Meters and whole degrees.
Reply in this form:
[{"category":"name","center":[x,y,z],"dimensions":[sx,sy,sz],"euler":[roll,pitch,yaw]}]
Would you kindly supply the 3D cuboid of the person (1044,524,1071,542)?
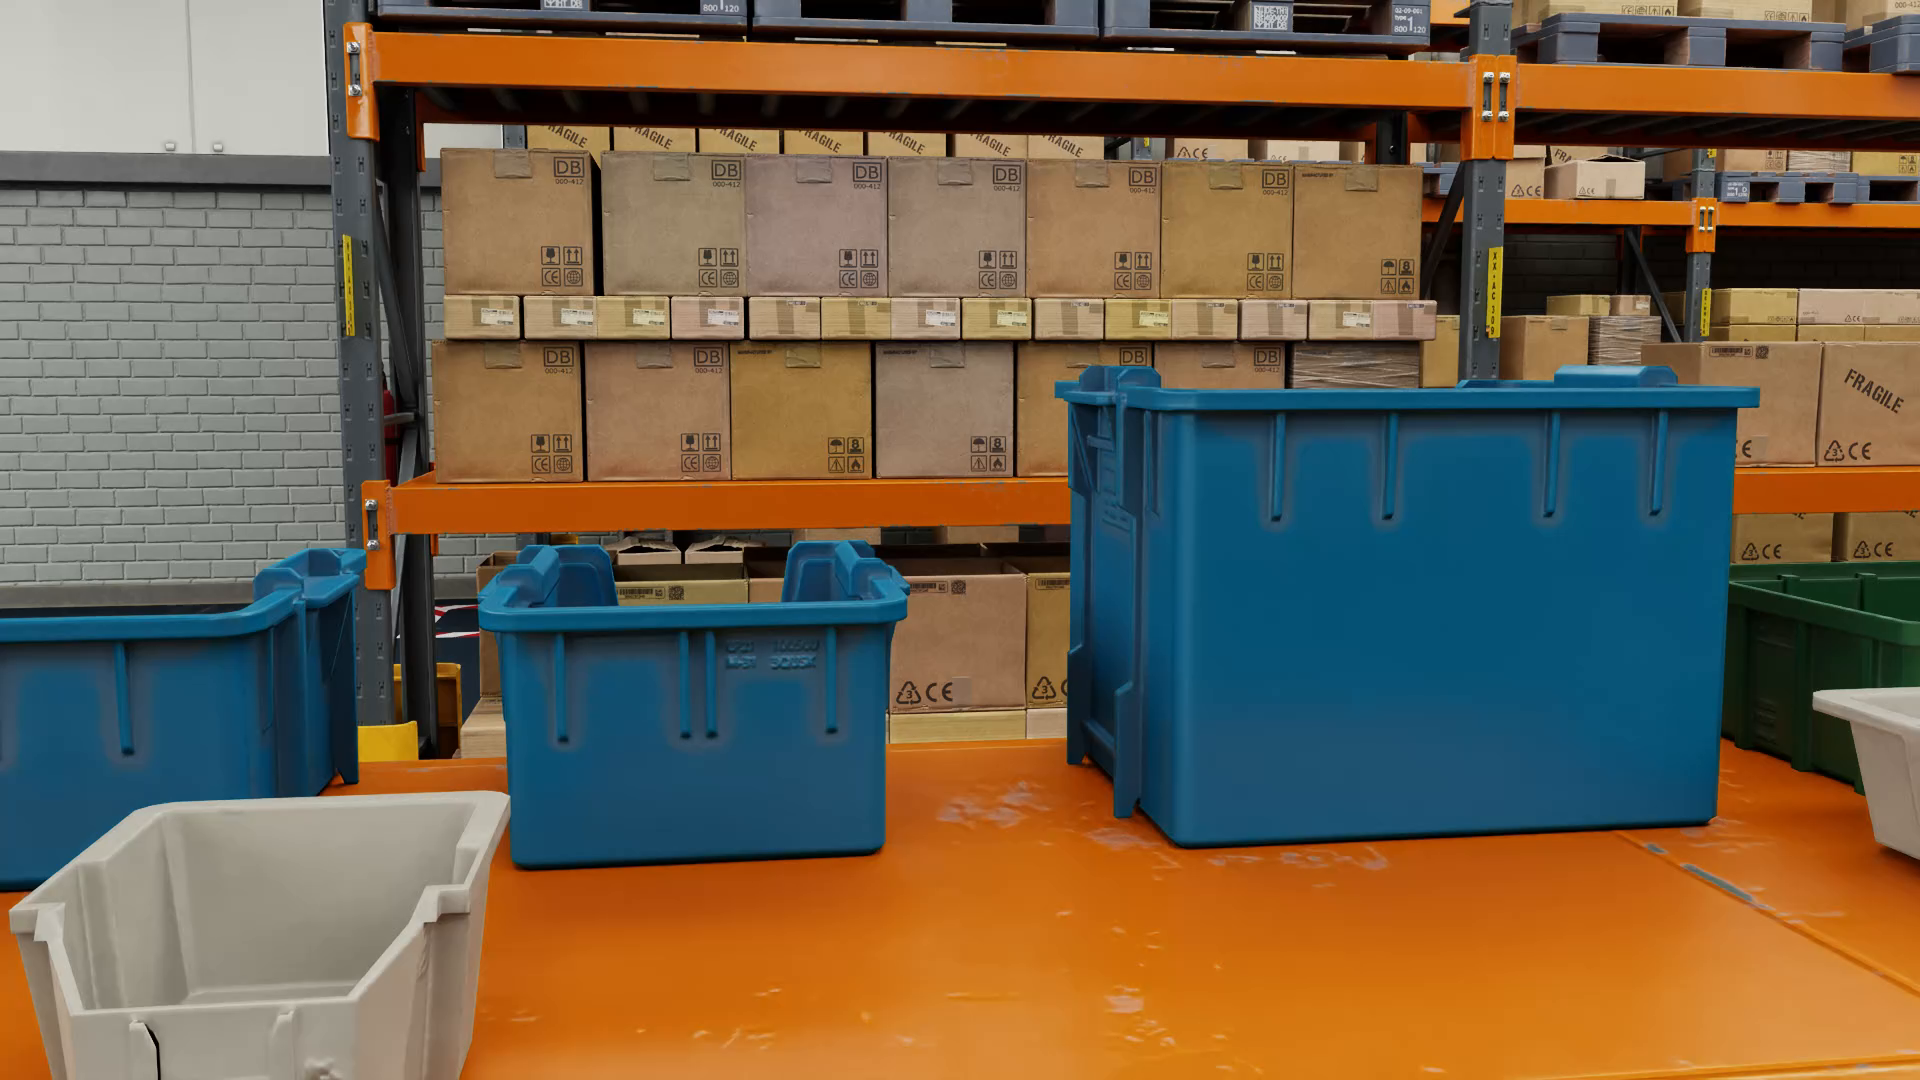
[{"category":"person","center":[0.681,-0.038,8.134],"dimensions":[0.562,1.769,0.527],"euler":[-1,6,-8]}]
